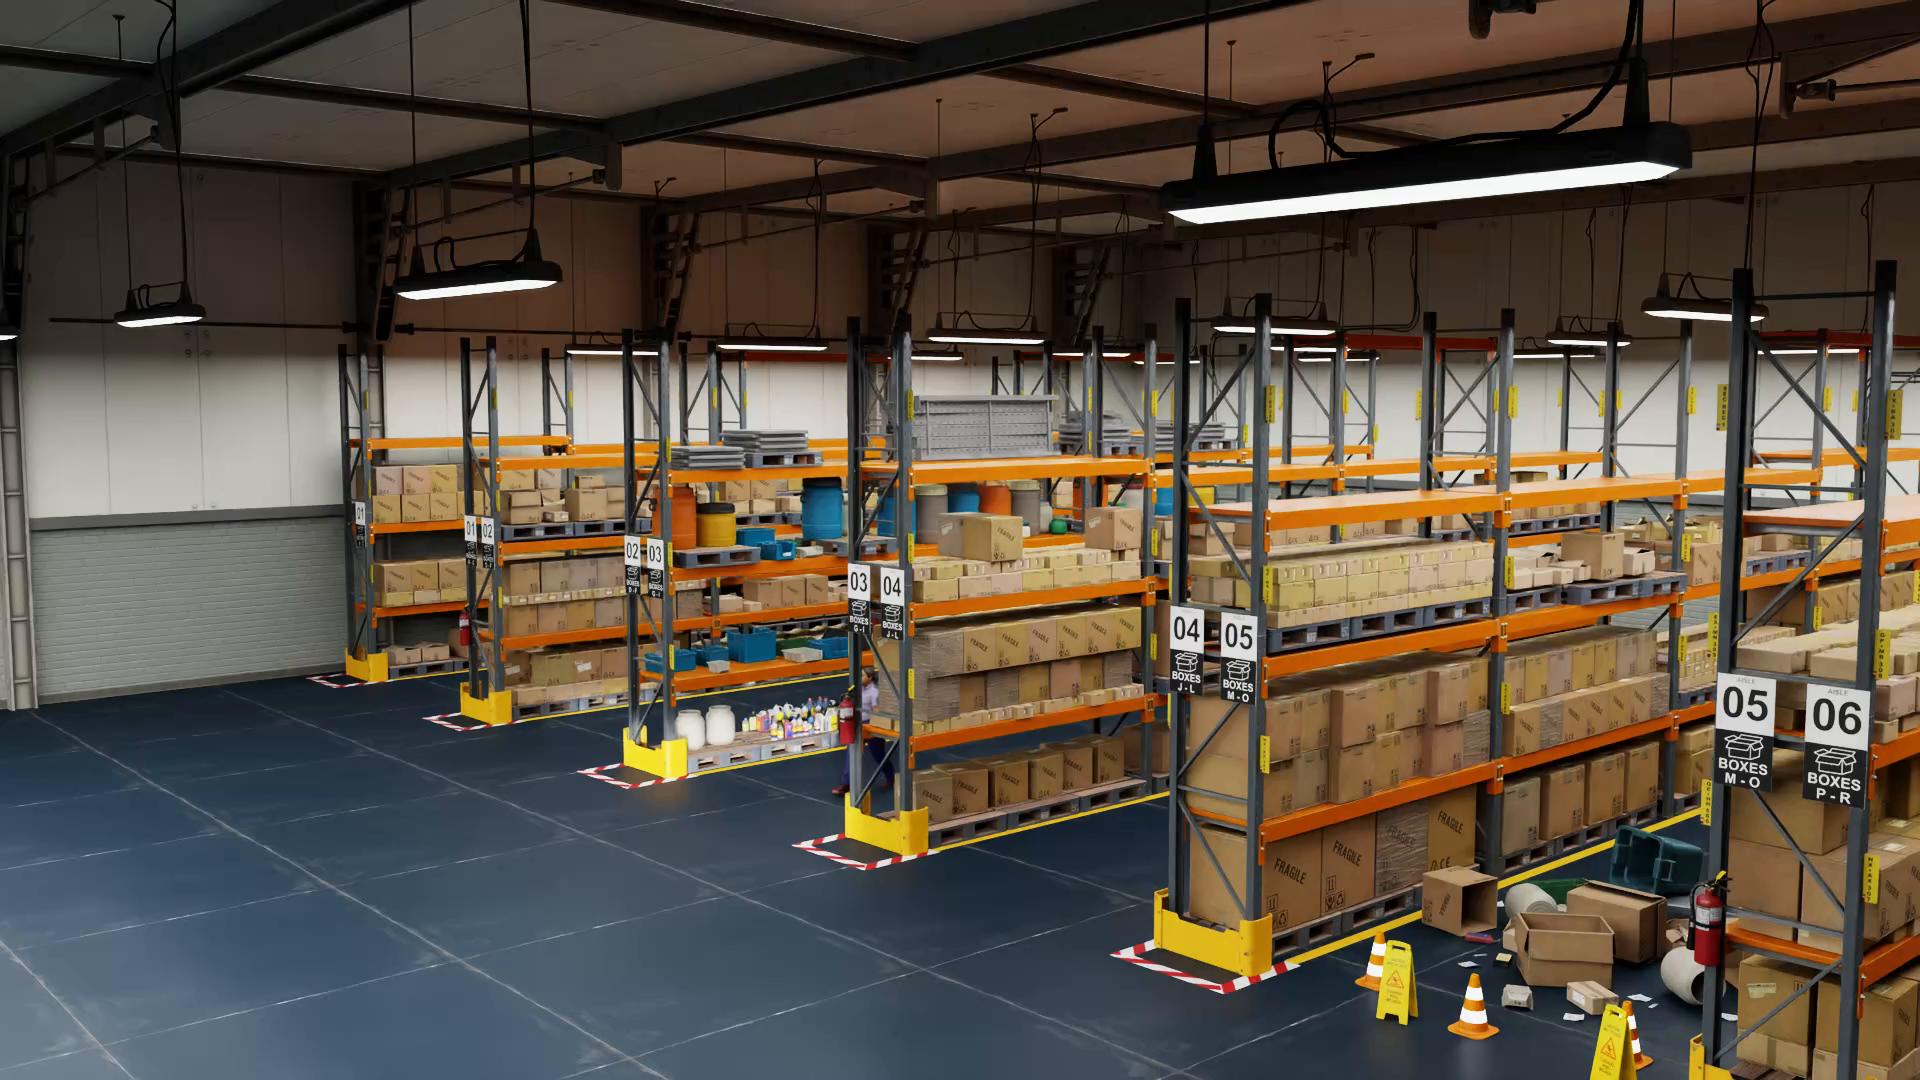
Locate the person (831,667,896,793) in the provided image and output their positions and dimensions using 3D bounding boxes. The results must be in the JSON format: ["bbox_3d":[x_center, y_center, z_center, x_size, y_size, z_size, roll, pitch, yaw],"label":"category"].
[{"bbox_3d":[-1.217,2.431,21.397,0.939,1.600,0.506,-5,7,-42],"label":"person"}]
